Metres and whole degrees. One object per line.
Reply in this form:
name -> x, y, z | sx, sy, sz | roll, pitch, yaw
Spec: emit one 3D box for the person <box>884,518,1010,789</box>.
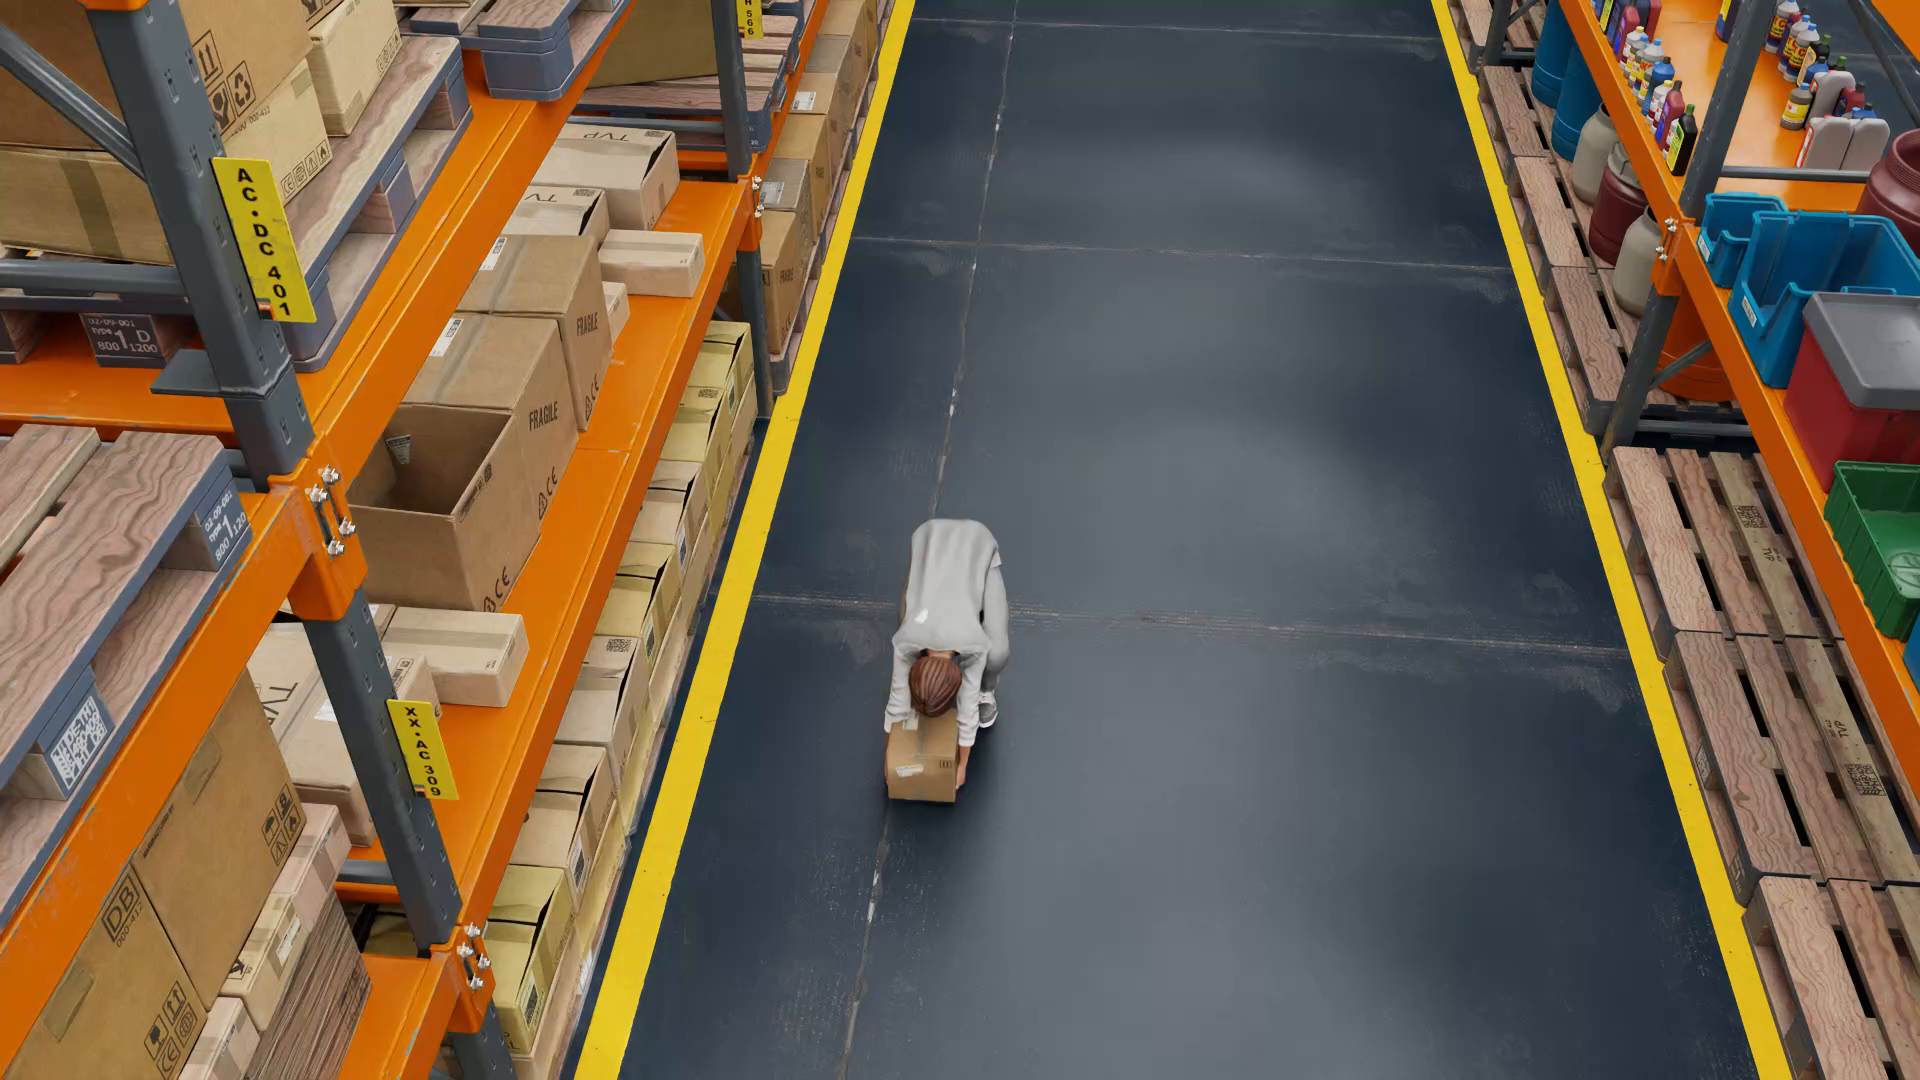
person -> -0.043, 0.424, 6.245 | 0.461, 0.847, 0.855 | 2, 41, 2
